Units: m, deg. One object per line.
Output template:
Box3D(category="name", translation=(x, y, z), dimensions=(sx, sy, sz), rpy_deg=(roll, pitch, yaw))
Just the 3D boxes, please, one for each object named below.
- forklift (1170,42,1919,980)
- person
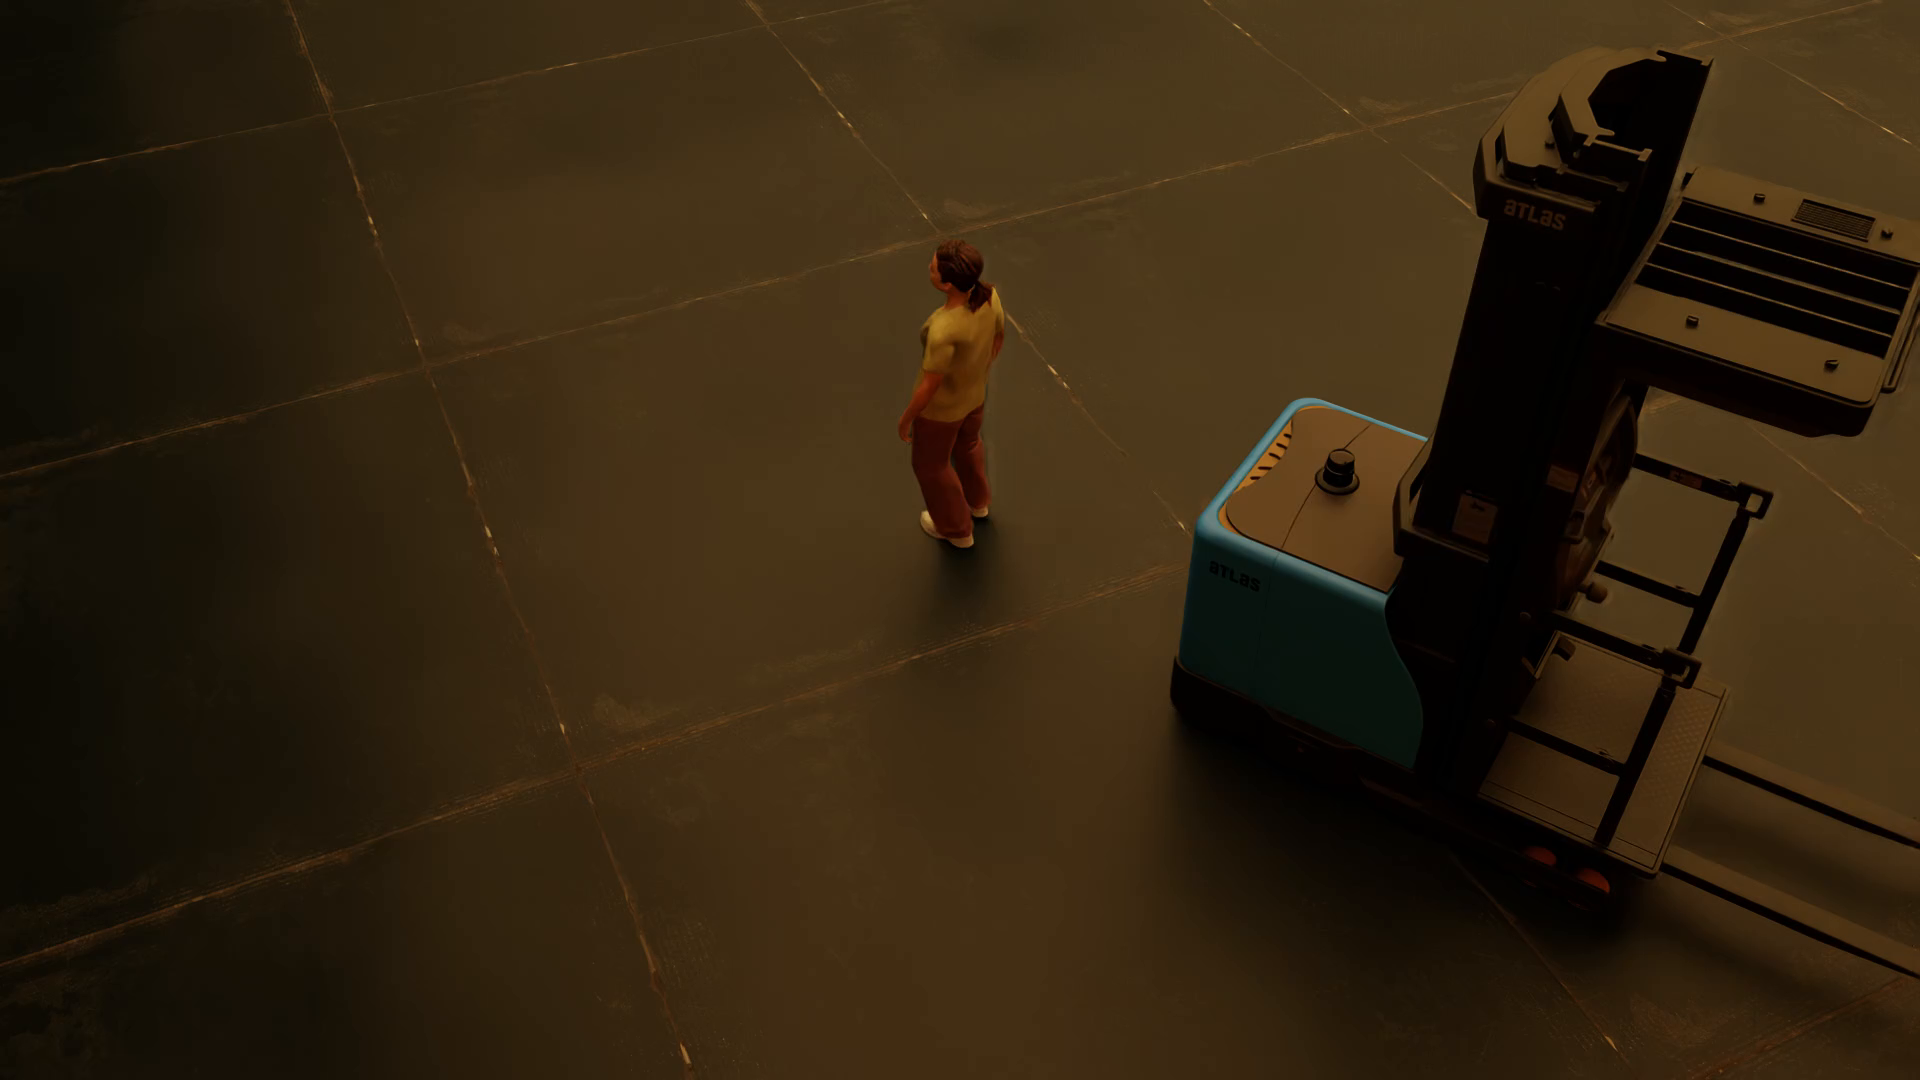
Box3D(category="forklift", translation=(2.404, -0.084, 5.770), dimensions=(3.031, 2.935, 1.130), rpy_deg=(24, 48, 23))
Box3D(category="person", translation=(-0.025, -0.640, 7.304), dimensions=(0.438, 1.665, 0.654), rpy_deg=(26, 49, 25))
